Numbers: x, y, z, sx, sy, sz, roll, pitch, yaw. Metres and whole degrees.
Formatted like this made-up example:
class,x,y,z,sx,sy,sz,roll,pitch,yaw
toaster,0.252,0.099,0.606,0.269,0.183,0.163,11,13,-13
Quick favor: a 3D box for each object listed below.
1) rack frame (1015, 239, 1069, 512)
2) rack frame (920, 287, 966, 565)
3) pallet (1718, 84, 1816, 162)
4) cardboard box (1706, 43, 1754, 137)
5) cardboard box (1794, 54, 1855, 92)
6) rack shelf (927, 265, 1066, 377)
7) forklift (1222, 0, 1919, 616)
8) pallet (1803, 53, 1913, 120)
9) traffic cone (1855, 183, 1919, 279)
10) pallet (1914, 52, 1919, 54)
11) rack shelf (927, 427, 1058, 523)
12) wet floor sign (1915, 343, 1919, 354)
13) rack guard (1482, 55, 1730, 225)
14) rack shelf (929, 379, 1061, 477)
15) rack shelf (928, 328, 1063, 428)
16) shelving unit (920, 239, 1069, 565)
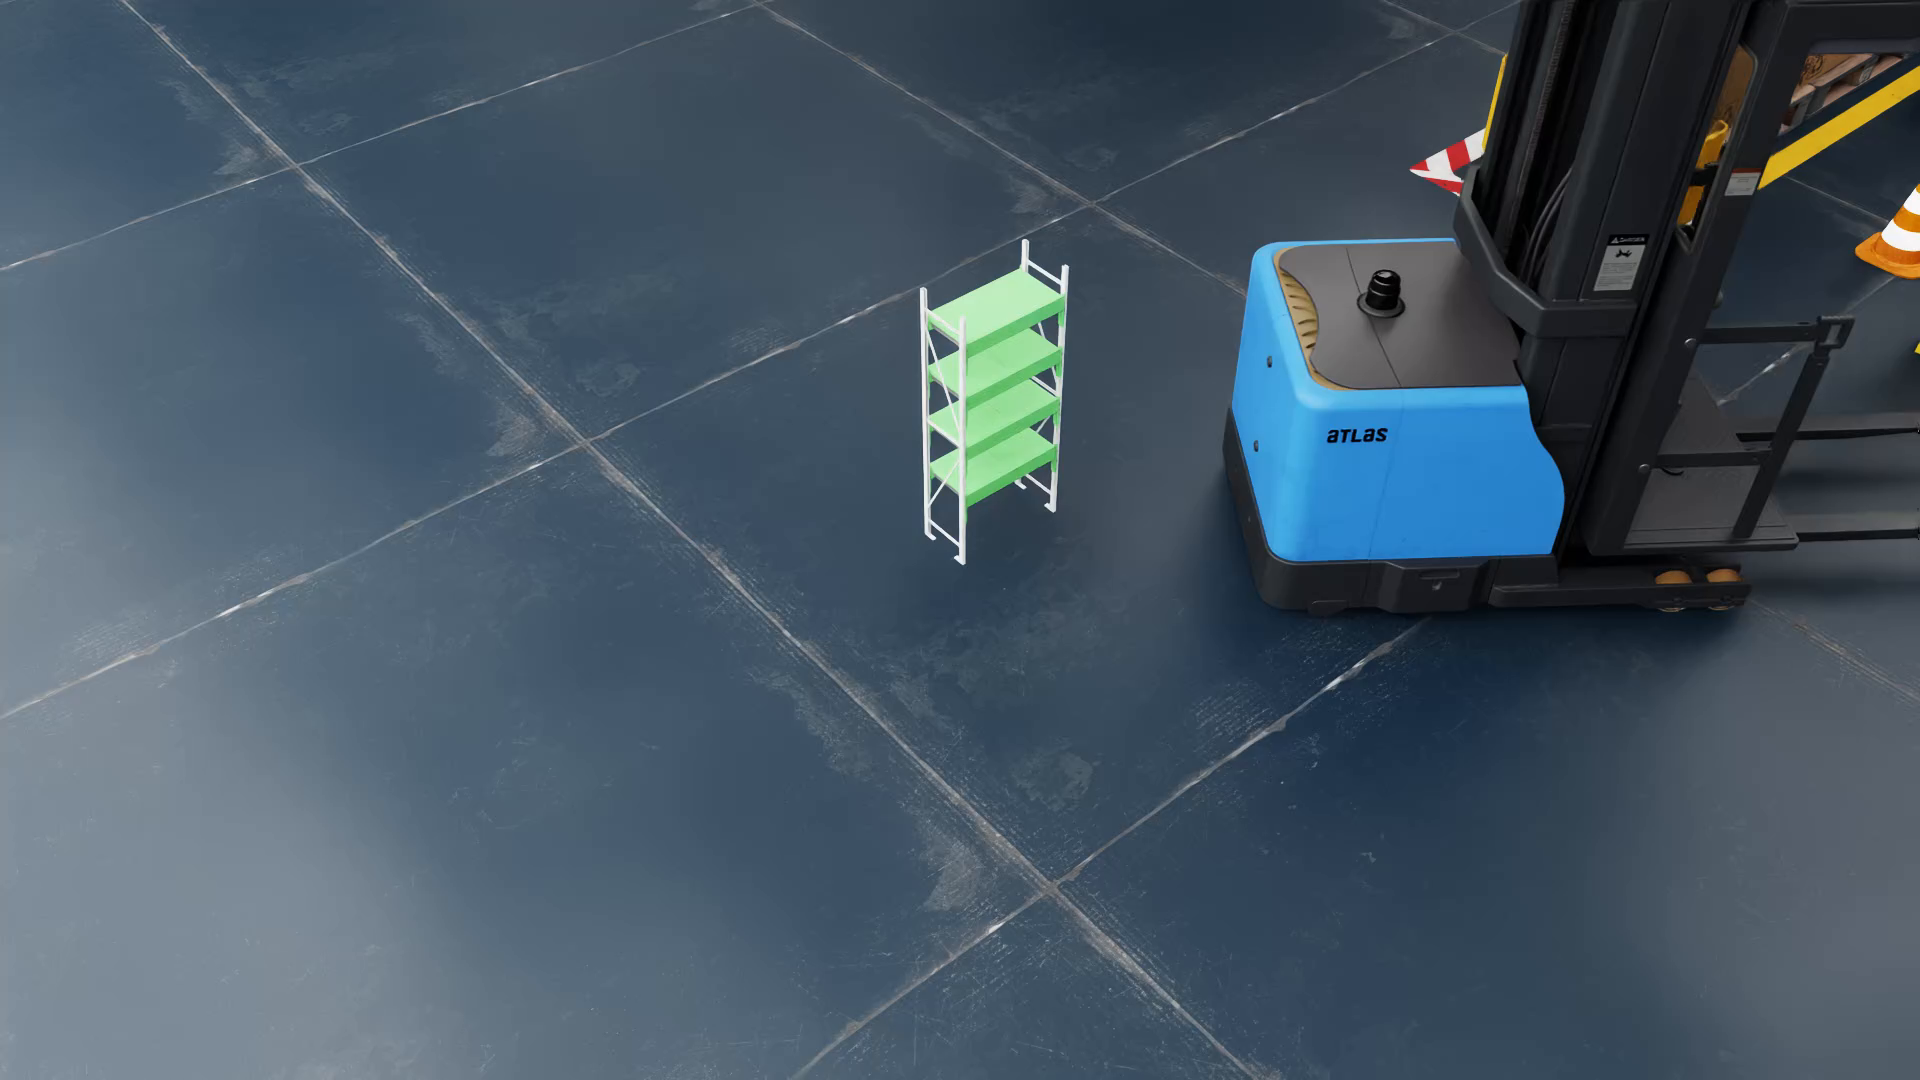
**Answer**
class,x,y,z,sx,sy,sz,roll,pitch,yaw
rack frame,0.314,-0.617,6.531,0.015,1.200,0.240,-30,51,-28
rack frame,-0.060,-0.403,6.303,0.015,1.200,0.240,-30,51,-28
pallet,3.895,-2.389,9.140,1.213,0.211,1.003,-30,51,-28
cardboard box,3.809,-2.725,8.706,0.875,0.875,0.875,-29,51,-28
cardboard box,4.483,-3.112,9.118,0.875,0.875,0.875,-31,51,-28
rack shelf,0.127,-0.813,6.132,0.480,0.148,0.258,-30,51,-28
forklift,2.644,-1.152,5.836,3.031,2.935,1.130,-2,43,-2
pallet,4.830,-2.923,9.708,1.213,0.211,1.003,-30,51,-28
traffic cone,4.650,-1.577,8.091,0.334,0.463,0.336,-30,51,-28
pallet,5.766,-3.461,10.281,1.213,0.211,1.003,-30,51,-28
rack shelf,0.127,-0.289,6.625,0.480,0.148,0.258,-30,51,-28
wet floor sign,4.580,-1.103,7.453,0.267,0.644,0.232,30,51,28
rack guard,3.313,-2.092,8.612,0.348,0.500,1.175,-30,51,-28
rack shelf,0.127,-0.463,6.460,0.480,0.148,0.258,-30,51,-28
rack shelf,0.127,-0.638,6.296,0.480,0.148,0.258,-30,51,-28
shelving unit,0.127,-0.510,6.417,0.503,1.200,0.258,-30,51,-28
